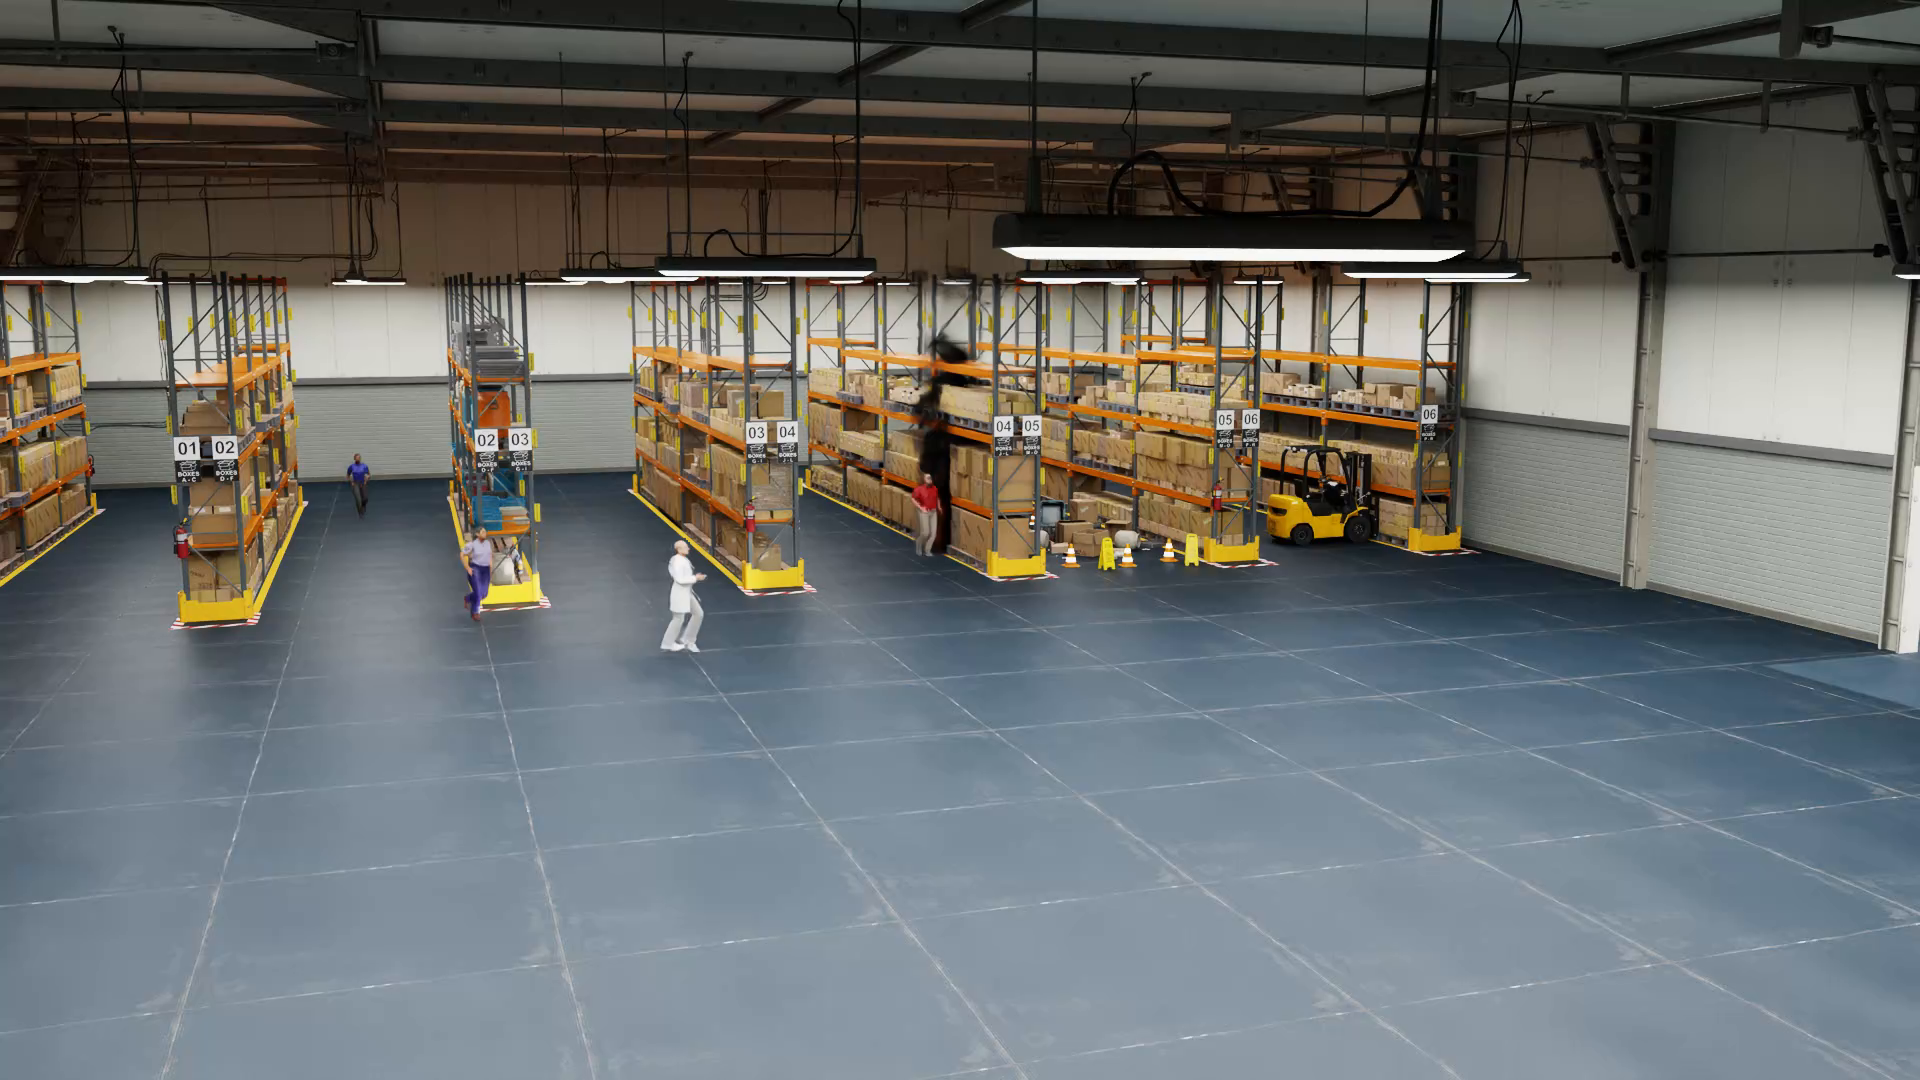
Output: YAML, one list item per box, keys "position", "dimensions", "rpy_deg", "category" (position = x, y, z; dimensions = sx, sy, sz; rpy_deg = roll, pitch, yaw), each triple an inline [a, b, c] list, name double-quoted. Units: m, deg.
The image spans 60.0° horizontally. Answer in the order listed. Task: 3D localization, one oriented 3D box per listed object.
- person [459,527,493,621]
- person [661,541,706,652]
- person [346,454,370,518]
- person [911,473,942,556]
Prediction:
- position: [-8.465, 0.569, 29.178]
  dimensions: [0.648, 1.613, 0.652]
  rpy_deg: [6, 11, 37]
  category: "person"
- position: [-4.358, 0.911, 26.270]
  dimensions: [0.773, 1.825, 0.694]
  rpy_deg: [1, 9, 4]
  category: "person"
- position: [-15.095, -1.358, 41.762]
  dimensions: [0.562, 1.598, 0.540]
  rpy_deg: [-4, 9, -24]
  category: "person"
- position: [-0.671, -0.508, 33.977]
  dimensions: [0.649, 1.714, 0.544]
  rpy_deg: [-5, 10, -30]
  category: "person"
